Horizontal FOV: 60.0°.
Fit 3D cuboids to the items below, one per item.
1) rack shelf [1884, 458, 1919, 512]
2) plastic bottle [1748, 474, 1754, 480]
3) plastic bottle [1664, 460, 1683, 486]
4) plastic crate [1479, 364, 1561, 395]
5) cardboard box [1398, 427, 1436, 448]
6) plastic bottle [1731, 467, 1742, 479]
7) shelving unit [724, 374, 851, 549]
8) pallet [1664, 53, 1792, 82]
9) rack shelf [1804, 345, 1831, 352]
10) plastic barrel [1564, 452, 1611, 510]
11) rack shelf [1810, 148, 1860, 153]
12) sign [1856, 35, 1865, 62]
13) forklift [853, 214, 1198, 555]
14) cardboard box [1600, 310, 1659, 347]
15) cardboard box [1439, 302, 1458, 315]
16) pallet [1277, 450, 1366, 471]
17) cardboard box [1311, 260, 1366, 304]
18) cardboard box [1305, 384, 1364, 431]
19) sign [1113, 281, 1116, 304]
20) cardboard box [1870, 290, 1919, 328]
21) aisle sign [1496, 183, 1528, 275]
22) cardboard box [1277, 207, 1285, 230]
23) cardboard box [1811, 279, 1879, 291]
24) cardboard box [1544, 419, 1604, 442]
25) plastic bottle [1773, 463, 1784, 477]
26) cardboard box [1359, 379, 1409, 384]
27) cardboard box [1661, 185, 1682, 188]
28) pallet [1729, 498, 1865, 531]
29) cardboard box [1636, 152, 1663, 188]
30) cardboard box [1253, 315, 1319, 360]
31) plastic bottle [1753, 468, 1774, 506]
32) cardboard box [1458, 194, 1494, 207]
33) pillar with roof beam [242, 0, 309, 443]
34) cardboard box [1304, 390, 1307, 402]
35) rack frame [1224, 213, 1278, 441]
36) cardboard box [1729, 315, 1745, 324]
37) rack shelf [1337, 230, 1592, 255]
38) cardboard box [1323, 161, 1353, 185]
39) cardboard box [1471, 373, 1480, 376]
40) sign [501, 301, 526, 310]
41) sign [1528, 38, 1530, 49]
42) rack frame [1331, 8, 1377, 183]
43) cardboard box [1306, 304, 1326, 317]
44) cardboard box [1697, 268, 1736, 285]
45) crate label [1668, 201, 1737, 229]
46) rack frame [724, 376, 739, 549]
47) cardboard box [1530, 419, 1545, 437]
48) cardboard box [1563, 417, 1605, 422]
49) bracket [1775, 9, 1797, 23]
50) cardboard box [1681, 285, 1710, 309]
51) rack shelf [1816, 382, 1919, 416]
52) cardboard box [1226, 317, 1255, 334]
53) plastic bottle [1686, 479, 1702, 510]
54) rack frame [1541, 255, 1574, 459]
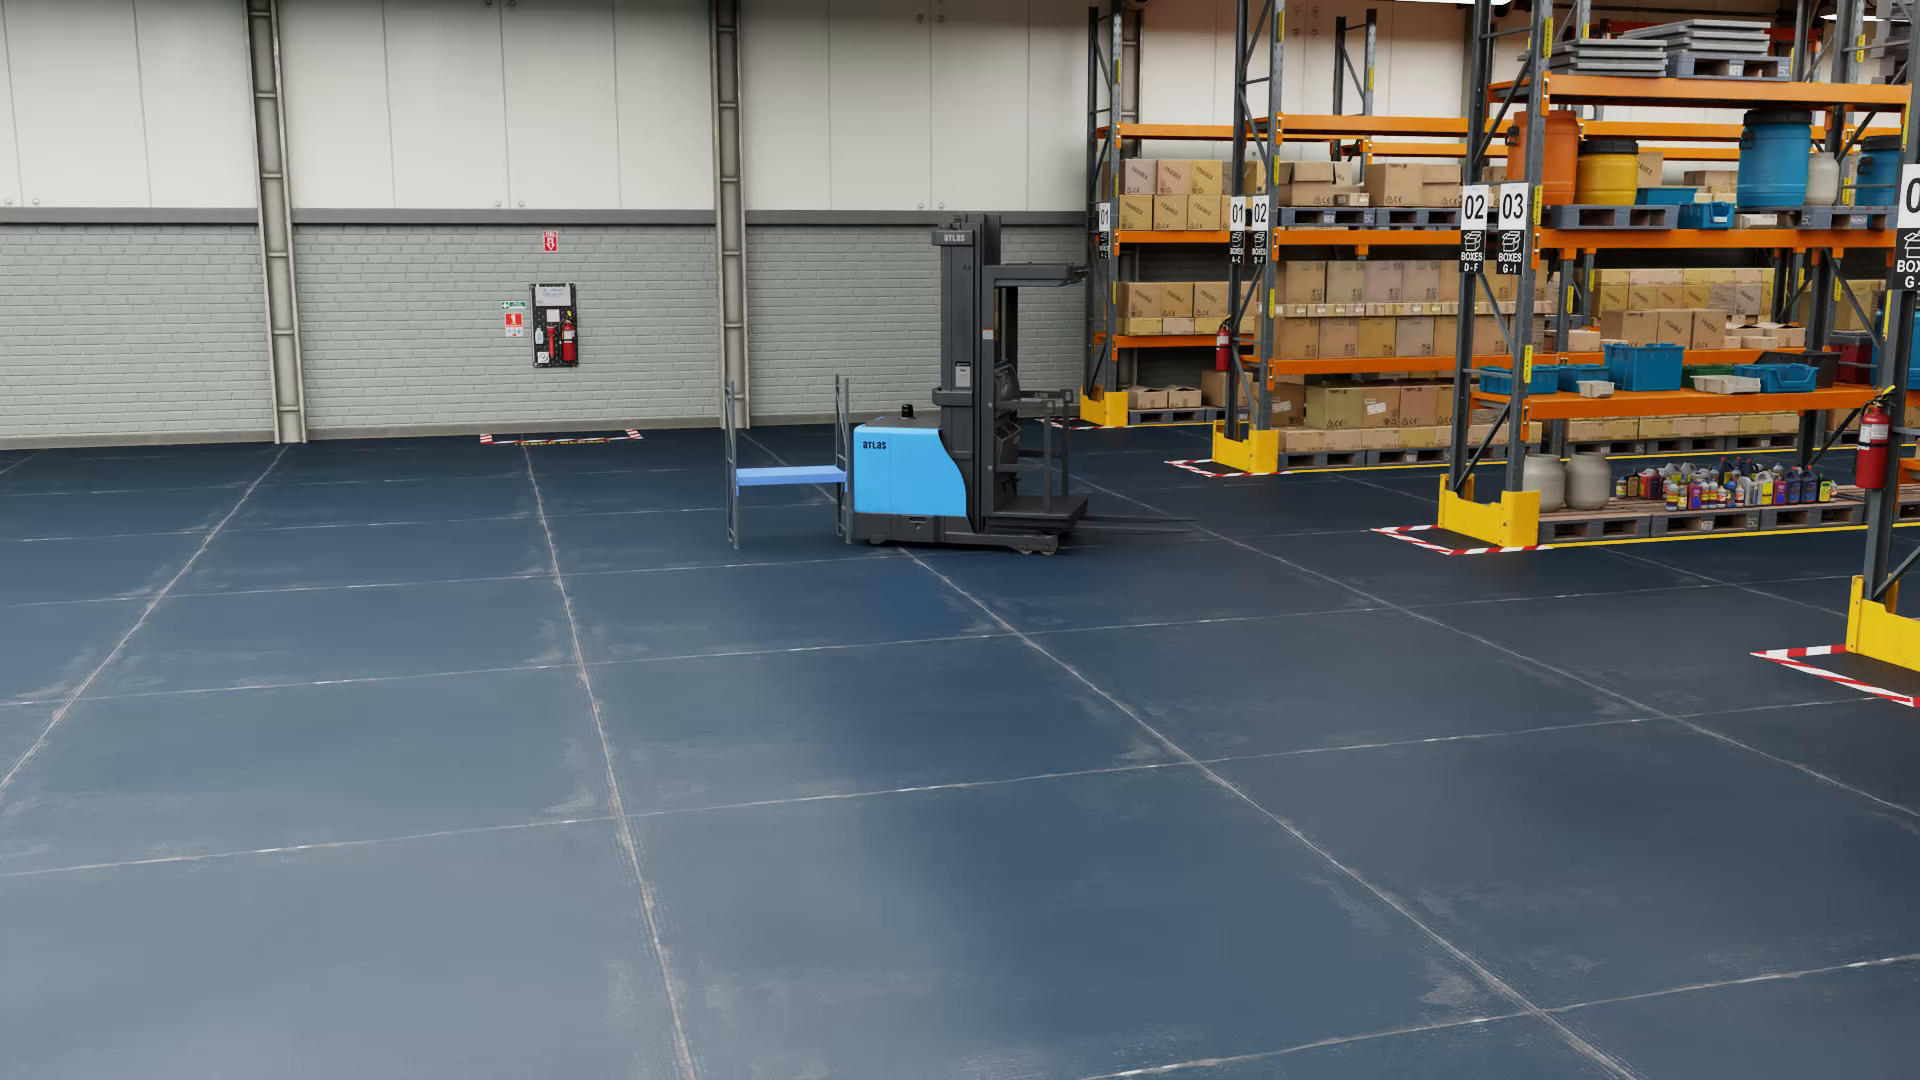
[{"bbox_3d":[8.138,-0.390,11.072,4.000,0.370,1.077,-3,11,-16],"label":"rack shelf"},{"bbox_3d":[7.588,-0.495,15.939,0.133,0.283,0.061,-3,11,-16],"label":"plastic bottle"},{"bbox_3d":[7.015,-0.611,16.384,0.185,0.351,0.144,-3,11,-14],"label":"plastic bottle"},{"bbox_3d":[5.230,-1.508,15.568,0.616,0.251,0.499,-3,11,-16],"label":"plastic crate"},{"bbox_3d":[5.470,-1.284,20.372,0.500,0.250,0.500,-3,11,-16],"label":"cardboard box"},{"bbox_3d":[7.677,-0.584,16.457,0.097,0.271,0.097,0,10,0],"label":"plastic bottle"},{"bbox_3d":[-1.560,-0.722,15.032,1.048,1.500,0.538,-3,11,-15],"label":"shelving unit"},{"bbox_3d":[6.716,-4.258,15.152,1.213,0.211,1.003,-3,11,-16],"label":"pallet"},{"bbox_3d":[13.053,-2.517,22.627,4.000,0.370,1.077,-3,11,-16],"label":"rack shelf"},{"bbox_3d":[5.925,-0.559,15.713,0.421,0.512,0.421,0,10,0],"label":"plastic barrel"},{"bbox_3d":[15.506,-6.335,27.896,4.000,0.370,1.077,-3,11,-16],"label":"rack shelf"},{"bbox_3d":[11.292,-6.161,20.847,0.005,0.325,0.100,-3,11,-16],"label":"sign"},{"bbox_3d":[0.610,-1.416,14.848,3.031,2.935,1.130,2,11,13],"label":"forklift"},{"bbox_3d":[8.540,-2.679,21.244,0.500,0.500,0.500,-2,11,-12],"label":"cardboard box"},{"bbox_3d":[5.872,-2.821,20.220,0.250,0.149,0.380,-3,11,-14],"label":"cardboard box"},{"bbox_3d":[4.175,-1.040,20.315,1.213,0.211,1.003,-3,11,-16],"label":"pallet"},{"bbox_3d":[4.458,-3.104,19.967,0.500,0.500,0.700,-3,11,-17],"label":"cardboard box"},{"bbox_3d":[4.509,-1.602,20.033,0.500,0.500,0.500,-3,11,-16],"label":"cardboard box"},{"bbox_3d":[2.216,-3.558,23.899,0.005,0.325,0.100,-3,11,-16],"label":"sign"},{"bbox_3d":[12.638,-3.090,22.316,0.500,0.500,0.700,-1,10,-5],"label":"cardboard box"},{"bbox_3d":[4.846,-2.728,14.603,0.004,0.787,0.394,-3,11,-16],"label":"aisle sign"},{"bbox_3d":[4.478,-4.836,24.619,0.500,0.500,0.500,-3,11,-18],"label":"cardboard box"},{"bbox_3d":[14.813,-4.042,28.090,0.700,0.700,0.980,-3,11,-17],"label":"cardboard box"},{"bbox_3d":[7.749,-1.399,21.000,0.500,0.250,0.500,-3,11,-17],"label":"cardboard box"},{"bbox_3d":[8.245,-0.641,16.768,0.097,0.271,0.097,0,10,0],"label":"plastic bottle"},{"bbox_3d":[5.320,-1.745,20.809,0.500,0.500,0.500,-3,11,-16],"label":"cardboard box"},{"bbox_3d":[11.223,-5.468,26.891,0.500,0.500,0.700,-2,11,-13],"label":"cardboard box"},{"bbox_3d":[8.017,-0.308,16.341,1.213,0.211,1.003,-3,11,-16],"label":"pallet"},{"bbox_3d":[8.436,-4.602,20.859,0.500,0.500,0.500,-2,11,-10],"label":"cardboard box"},{"bbox_3d":[3.904,-2.436,19.920,0.500,0.500,0.700,-3,11,-16],"label":"cardboard box"},{"bbox_3d":[7.641,-0.511,15.843,0.185,0.351,0.144,-3,11,-16],"label":"plastic bottle"},{"bbox_3d":[6.211,-4.086,20.023,0.250,0.149,0.380,-3,11,-16],"label":"cardboard box"},{"bbox_3d":[-7.824,-5.007,17.592,0.400,9.000,9.100,-3,11,-16],"label":"pillar with roof beam"},{"bbox_3d":[5.399,-2.219,25.630,0.250,0.166,0.380,-5,11,-23],"label":"cardboard box"},{"bbox_3d":[3.452,-2.365,19.813,0.127,3.000,1.000,-3,11,-16],"label":"rack frame"},{"bbox_3d":[12.606,-3.608,27.200,0.250,0.149,0.380,-3,11,-16],"label":"cardboard box"},{"bbox_3d":[7.825,-4.651,25.932,4.000,0.370,1.077,-3,11,-16],"label":"rack shelf"},{"bbox_3d":[5.499,-5.382,24.822,0.500,0.500,0.500,-4,11,-21],"label":"cardboard box"},{"bbox_3d":[8.072,-2.537,26.433,0.500,0.500,0.700,-3,11,-16],"label":"cardboard box"},{"bbox_3d":[-6.203,-3.257,23.093,0.331,0.109,0.001,-3,11,-16],"label":"sign"},{"bbox_3d":[7.129,-6.110,20.787,0.005,0.325,0.100,-3,11,-16],"label":"sign"},{"bbox_3d":[5.904,-6.379,25.046,0.127,3.000,1.000,-3,11,-16],"label":"rack frame"},{"bbox_3d":[4.142,-2.730,19.725,0.250,0.149,0.380,-3,11,-17],"label":"cardboard box"},{"bbox_3d":[12.225,-4.289,27.041,0.500,0.250,0.500,-3,11,-15],"label":"cardboard box"},{"bbox_3d":[6.722,-2.943,15.079,0.408,0.251,0.502,-3,11,-16],"label":"crate label"},{"bbox_3d":[-2.051,-0.699,14.904,0.032,1.500,0.500,-3,11,-15],"label":"rack frame"},{"bbox_3d":[7.610,-1.493,21.511,0.500,0.250,0.500,-3,11,-16],"label":"cardboard box"},{"bbox_3d":[7.759,-1.675,20.951,0.500,0.311,0.500,-3,11,-16],"label":"cardboard box"},{"bbox_3d":[13.717,-8.657,27.479,0.430,0.232,0.235,-3,11,-16],"label":"bracket"},{"bbox_3d":[11.763,-3.894,26.964,0.500,0.500,0.500,-3,11,-14],"label":"cardboard box"},{"bbox_3d":[10.594,-1.454,16.849,4.000,0.370,1.077,-3,11,-16],"label":"rack shelf"},{"bbox_3d":[4.092,-3.210,24.763,0.500,0.250,0.500,-3,11,-15],"label":"cardboard box"},{"bbox_3d":[6.883,-0.430,15.590,0.133,0.283,0.061,-3,11,-15],"label":"plastic bottle"},{"bbox_3d":[7.293,-2.568,20.912,0.127,3.000,1.000,-3,11,-16],"label":"rack frame"}]
